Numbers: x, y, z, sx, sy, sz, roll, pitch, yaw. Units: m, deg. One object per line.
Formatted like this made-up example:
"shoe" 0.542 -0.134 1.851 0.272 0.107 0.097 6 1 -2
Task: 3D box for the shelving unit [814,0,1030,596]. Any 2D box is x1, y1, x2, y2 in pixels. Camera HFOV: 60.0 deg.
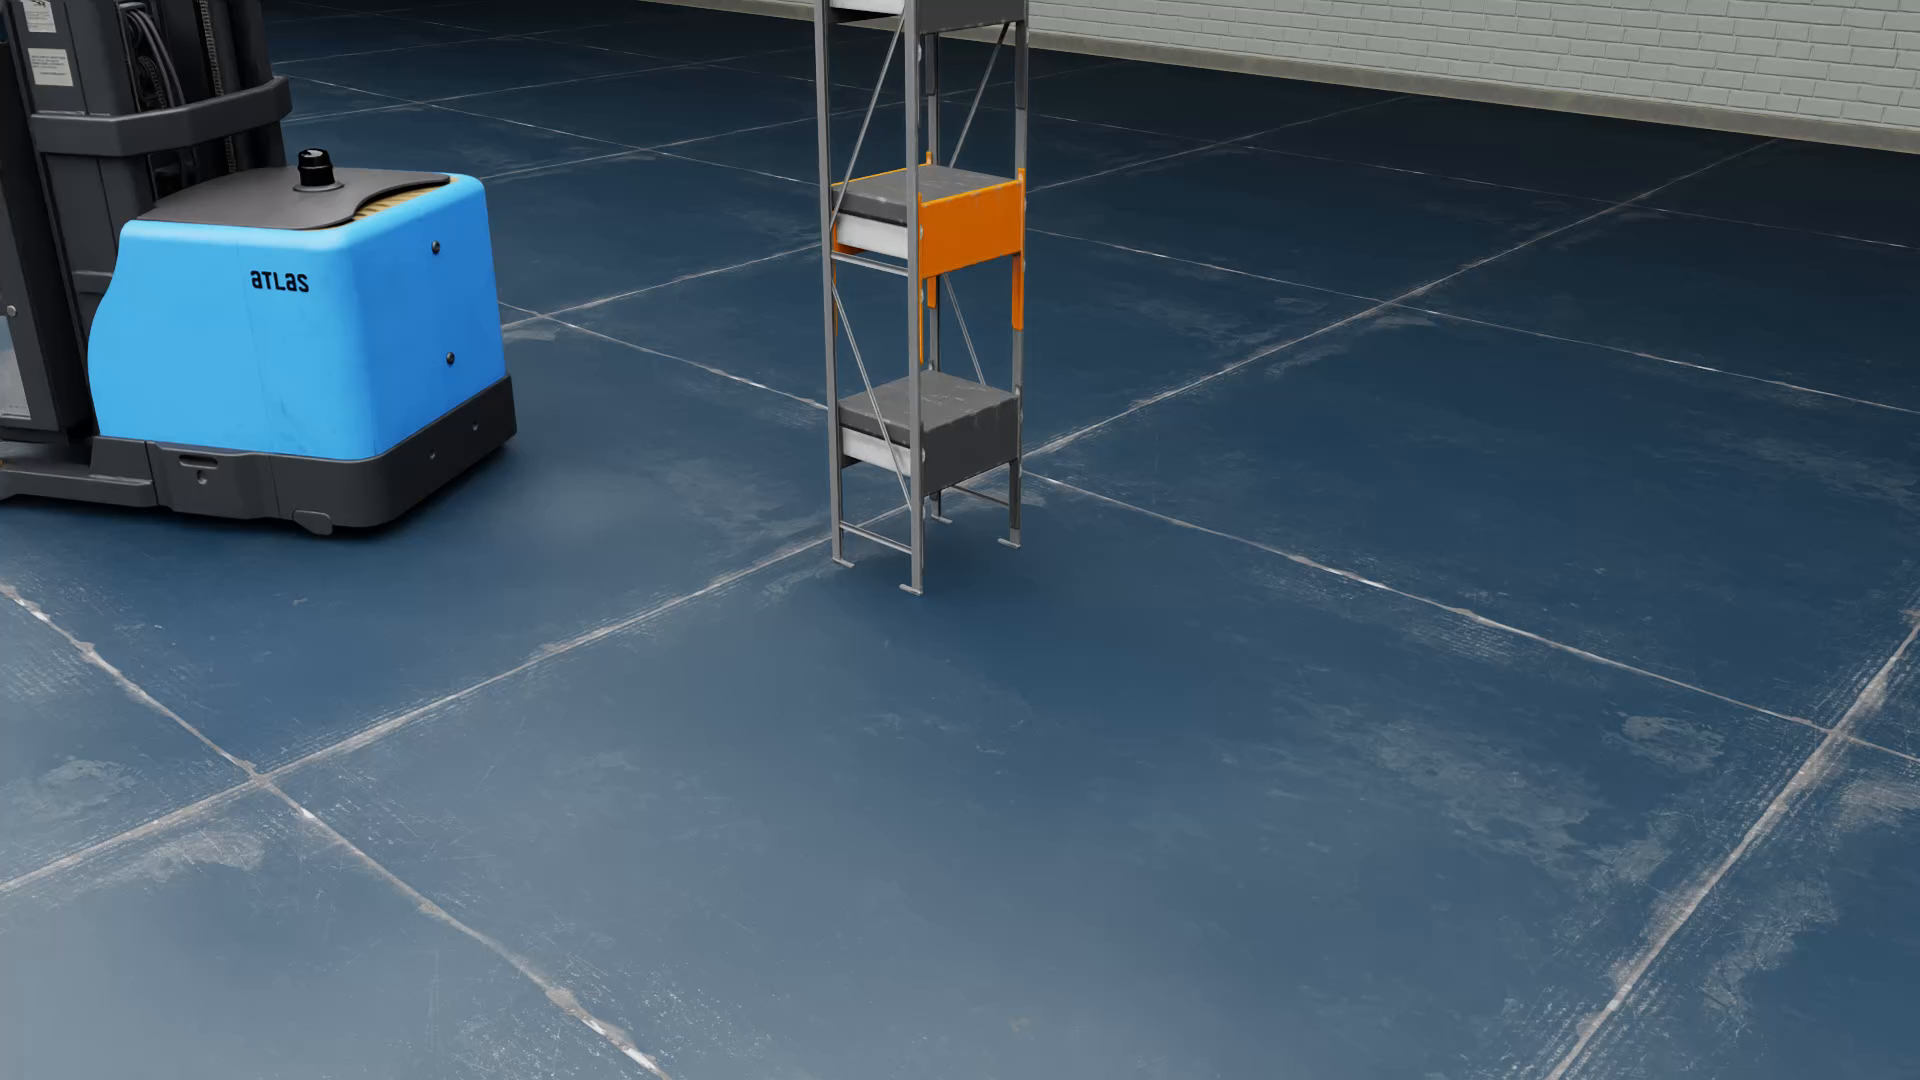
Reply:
"shelving unit" -0.110 -0.908 5.208 0.431 2.100 0.503 20 31 38

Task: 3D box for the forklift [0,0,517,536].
"forklift" -3.309 -1.666 5.884 3.031 2.935 1.130 6 25 13

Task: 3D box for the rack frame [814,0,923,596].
"rack frame" -0.273 -0.833 5.042 0.400 2.100 0.015 20 31 38

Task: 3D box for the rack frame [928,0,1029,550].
"rack frame" 0.052 -0.982 5.374 0.400 2.100 0.015 20 31 38

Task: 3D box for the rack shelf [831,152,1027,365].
"rack shelf" -0.110 -0.895 5.214 0.431 0.518 0.480 20 31 38

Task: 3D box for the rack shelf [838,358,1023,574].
"rack shelf" -0.110 -0.256 5.500 0.431 0.518 0.480 20 31 38

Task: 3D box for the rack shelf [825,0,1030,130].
"rack shelf" -0.111 -1.534 4.927 0.431 0.518 0.480 20 31 38
